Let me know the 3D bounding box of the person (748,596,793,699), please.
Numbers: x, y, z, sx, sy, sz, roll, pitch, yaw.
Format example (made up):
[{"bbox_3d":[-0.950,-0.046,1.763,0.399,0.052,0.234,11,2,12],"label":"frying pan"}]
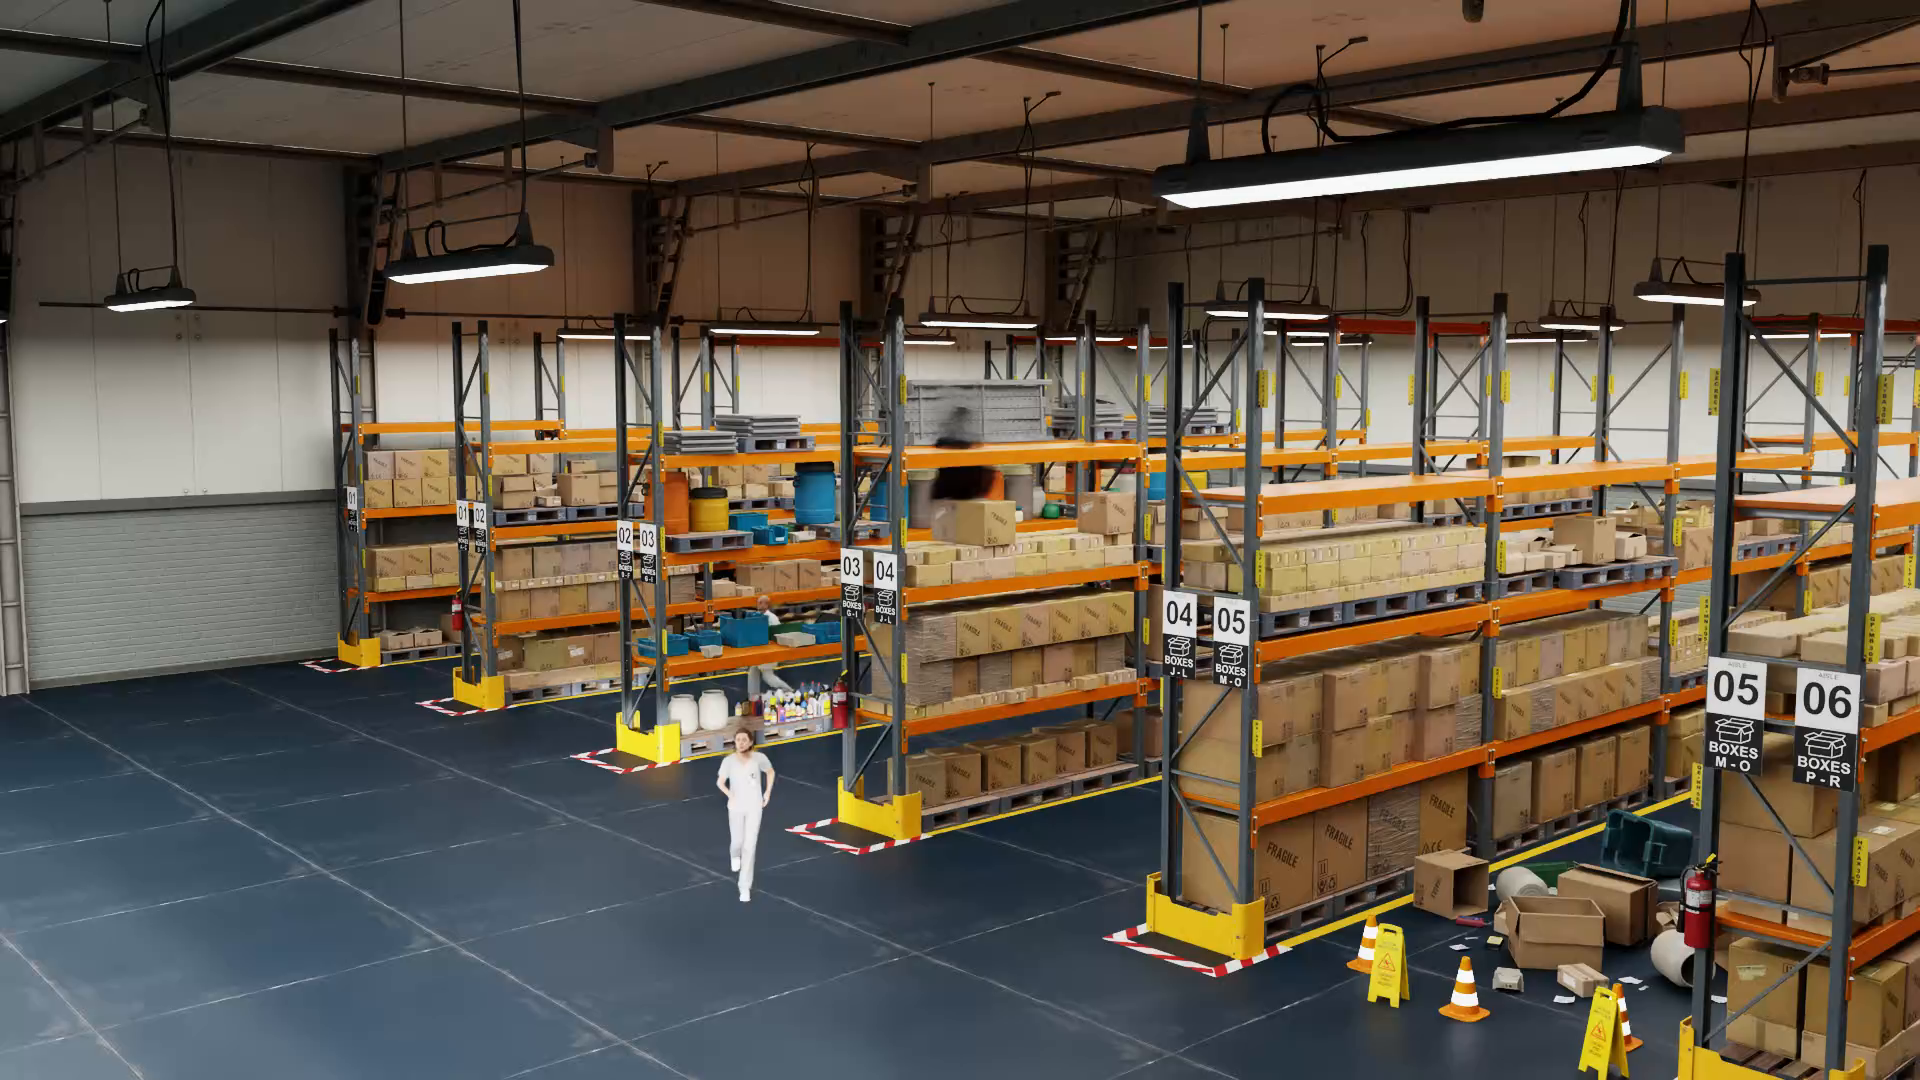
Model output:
[{"bbox_3d":[-3.004,1.743,25.621,0.921,1.794,0.697,-5,7,-41],"label":"person"}]

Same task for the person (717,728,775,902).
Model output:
[{"bbox_3d":[-2.150,2.700,16.753,0.577,1.663,0.825,0,6,-3],"label":"person"}]
